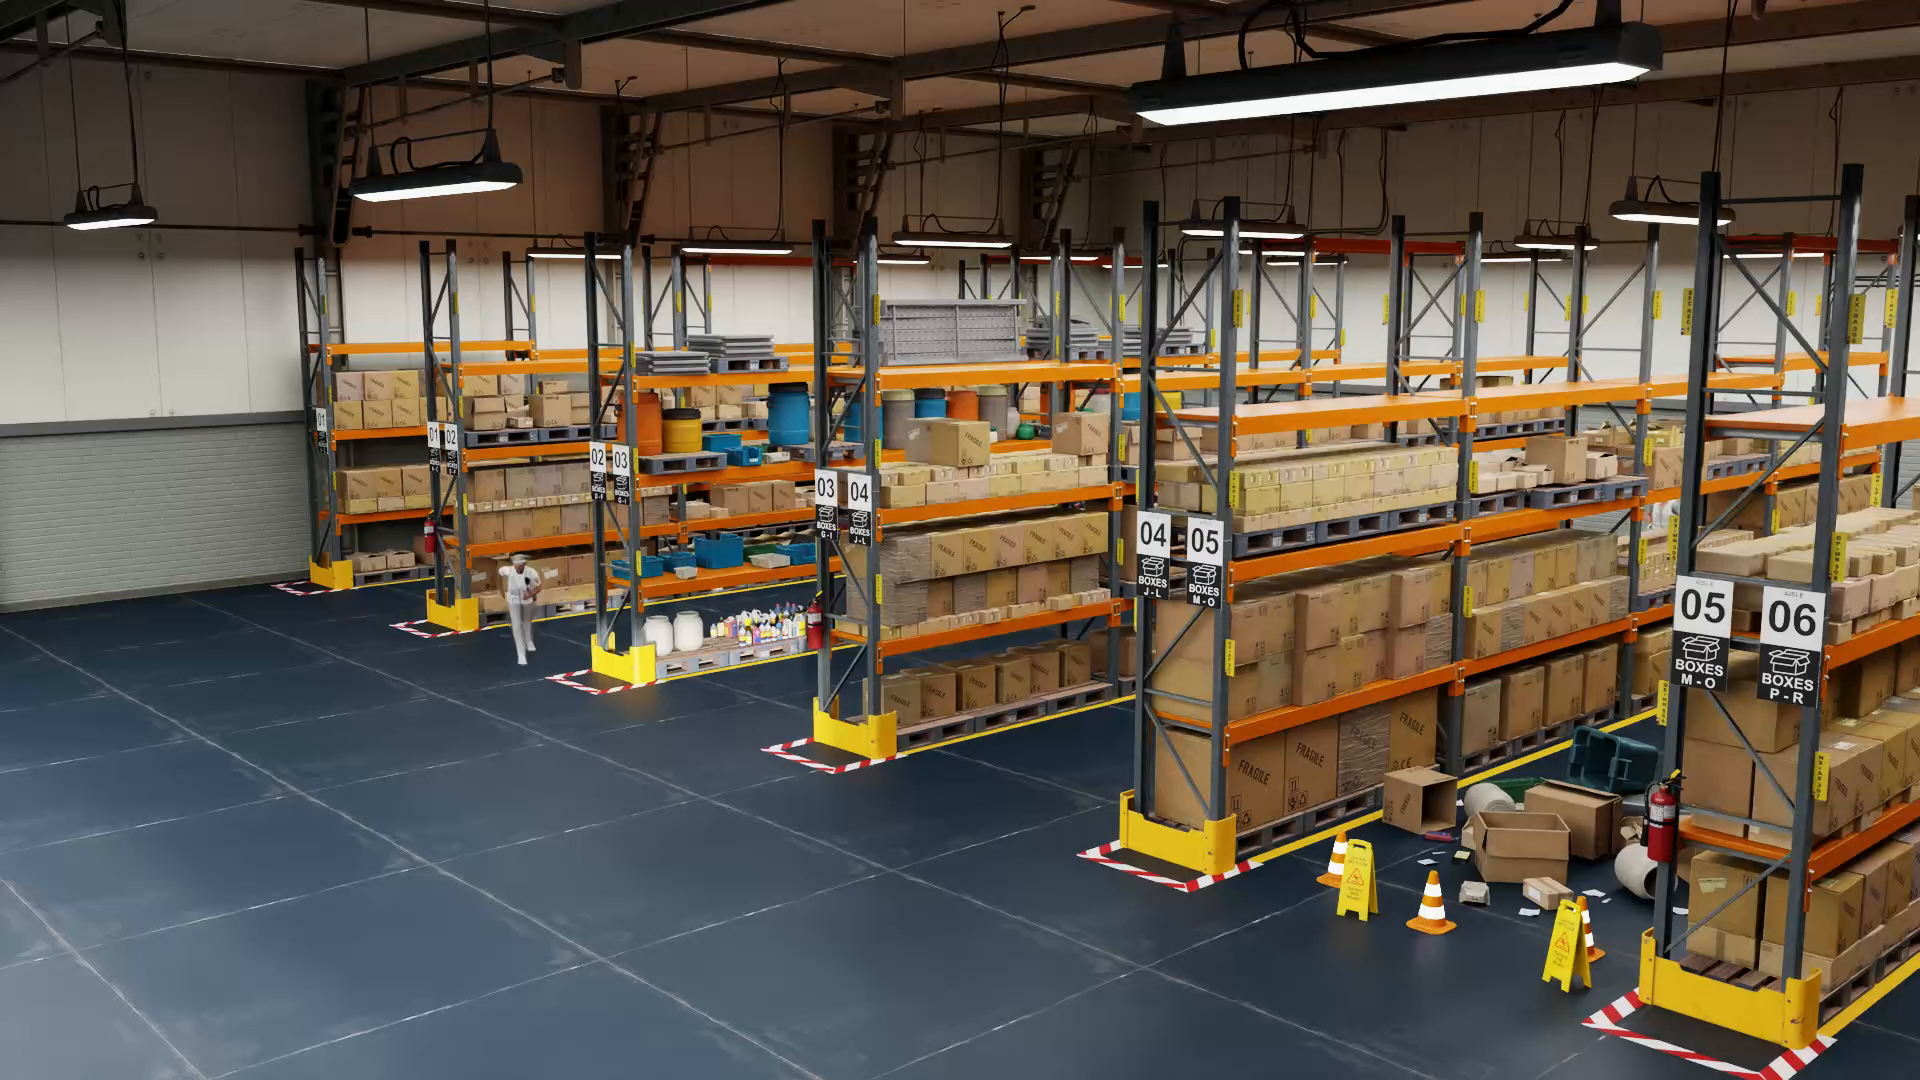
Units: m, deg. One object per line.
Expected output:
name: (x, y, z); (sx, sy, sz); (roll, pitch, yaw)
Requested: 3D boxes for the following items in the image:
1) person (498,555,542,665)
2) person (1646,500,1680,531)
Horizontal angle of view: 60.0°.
person: (-6.248, 0.953, 23.711); (0.618, 1.622, 0.968); (-1, 8, -9)
person: (12.922, -0.160, 30.559); (0.652, 1.731, 0.630); (6, 10, 36)
